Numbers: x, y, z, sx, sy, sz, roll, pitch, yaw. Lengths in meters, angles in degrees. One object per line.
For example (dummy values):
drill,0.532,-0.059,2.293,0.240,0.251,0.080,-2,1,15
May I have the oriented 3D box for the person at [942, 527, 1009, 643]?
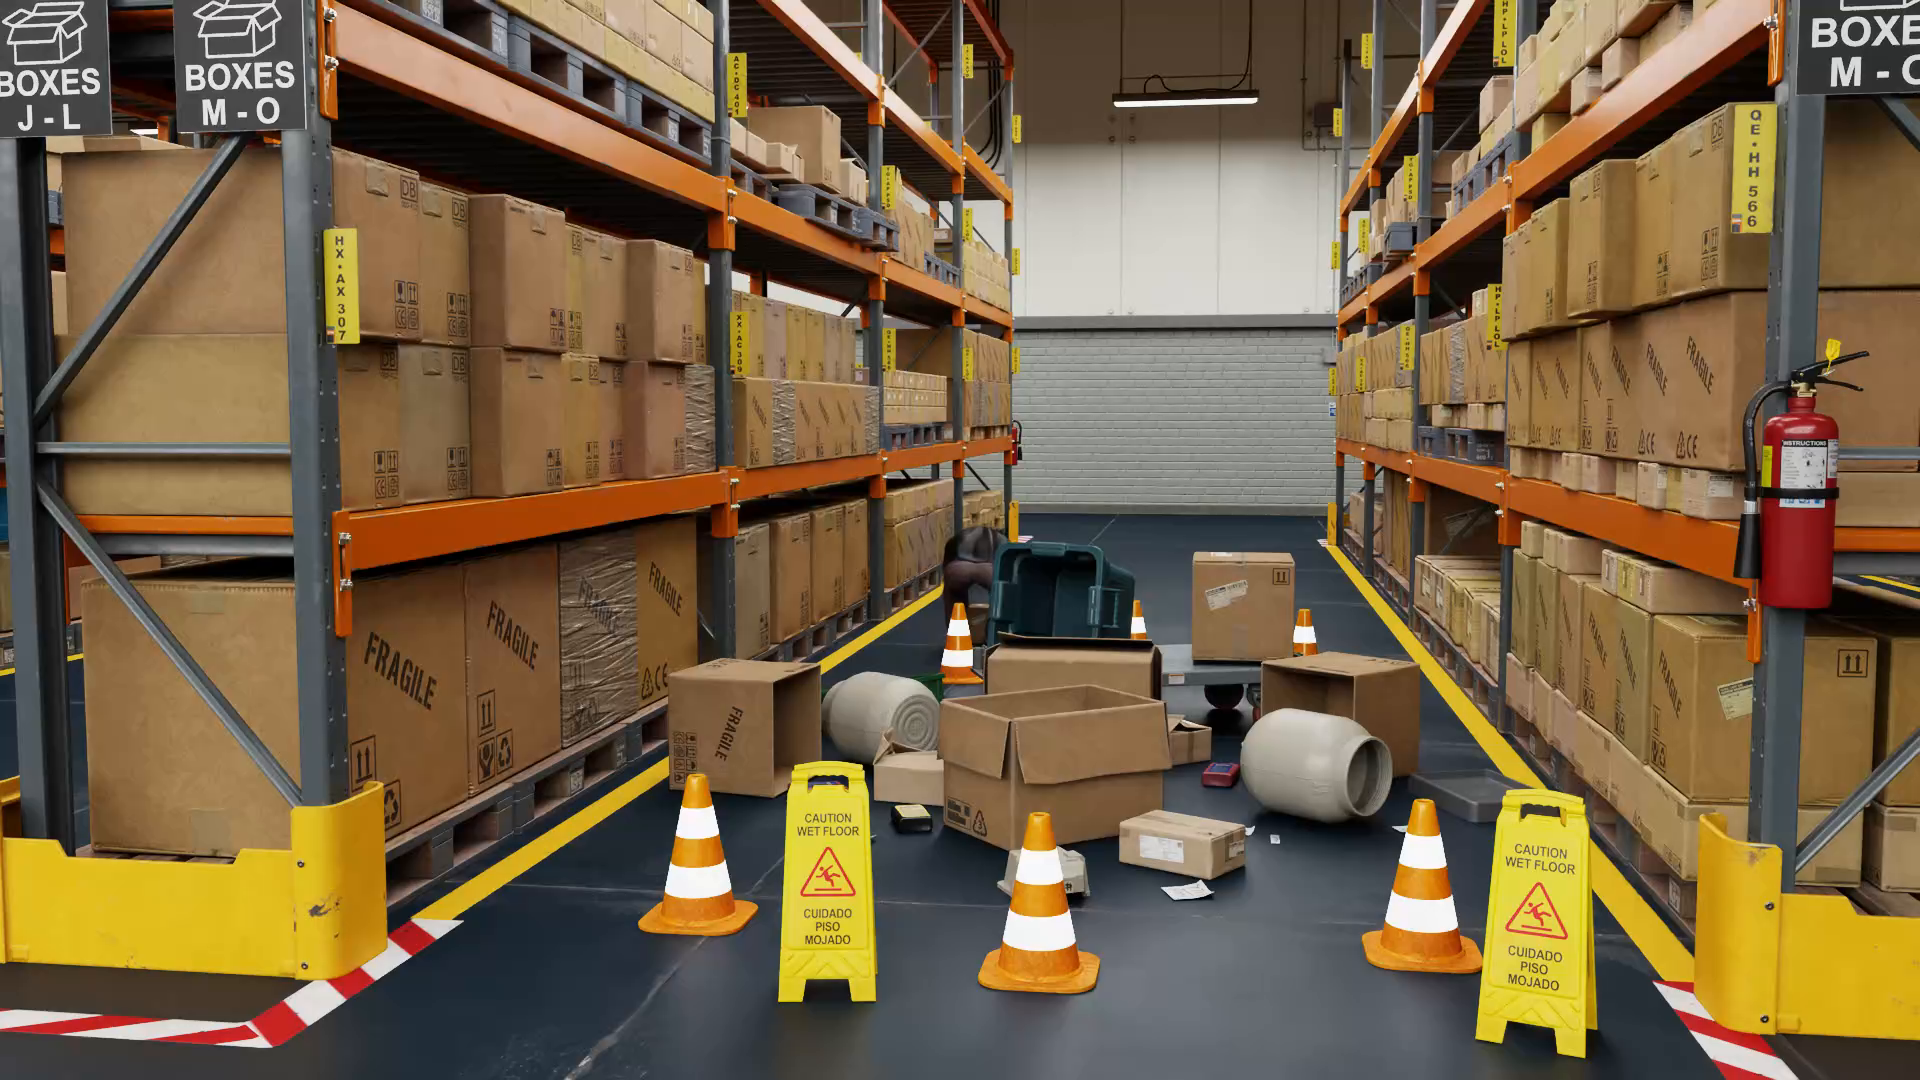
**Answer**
person,0.128,0.328,11.372,0.507,0.860,0.954,1,4,7
